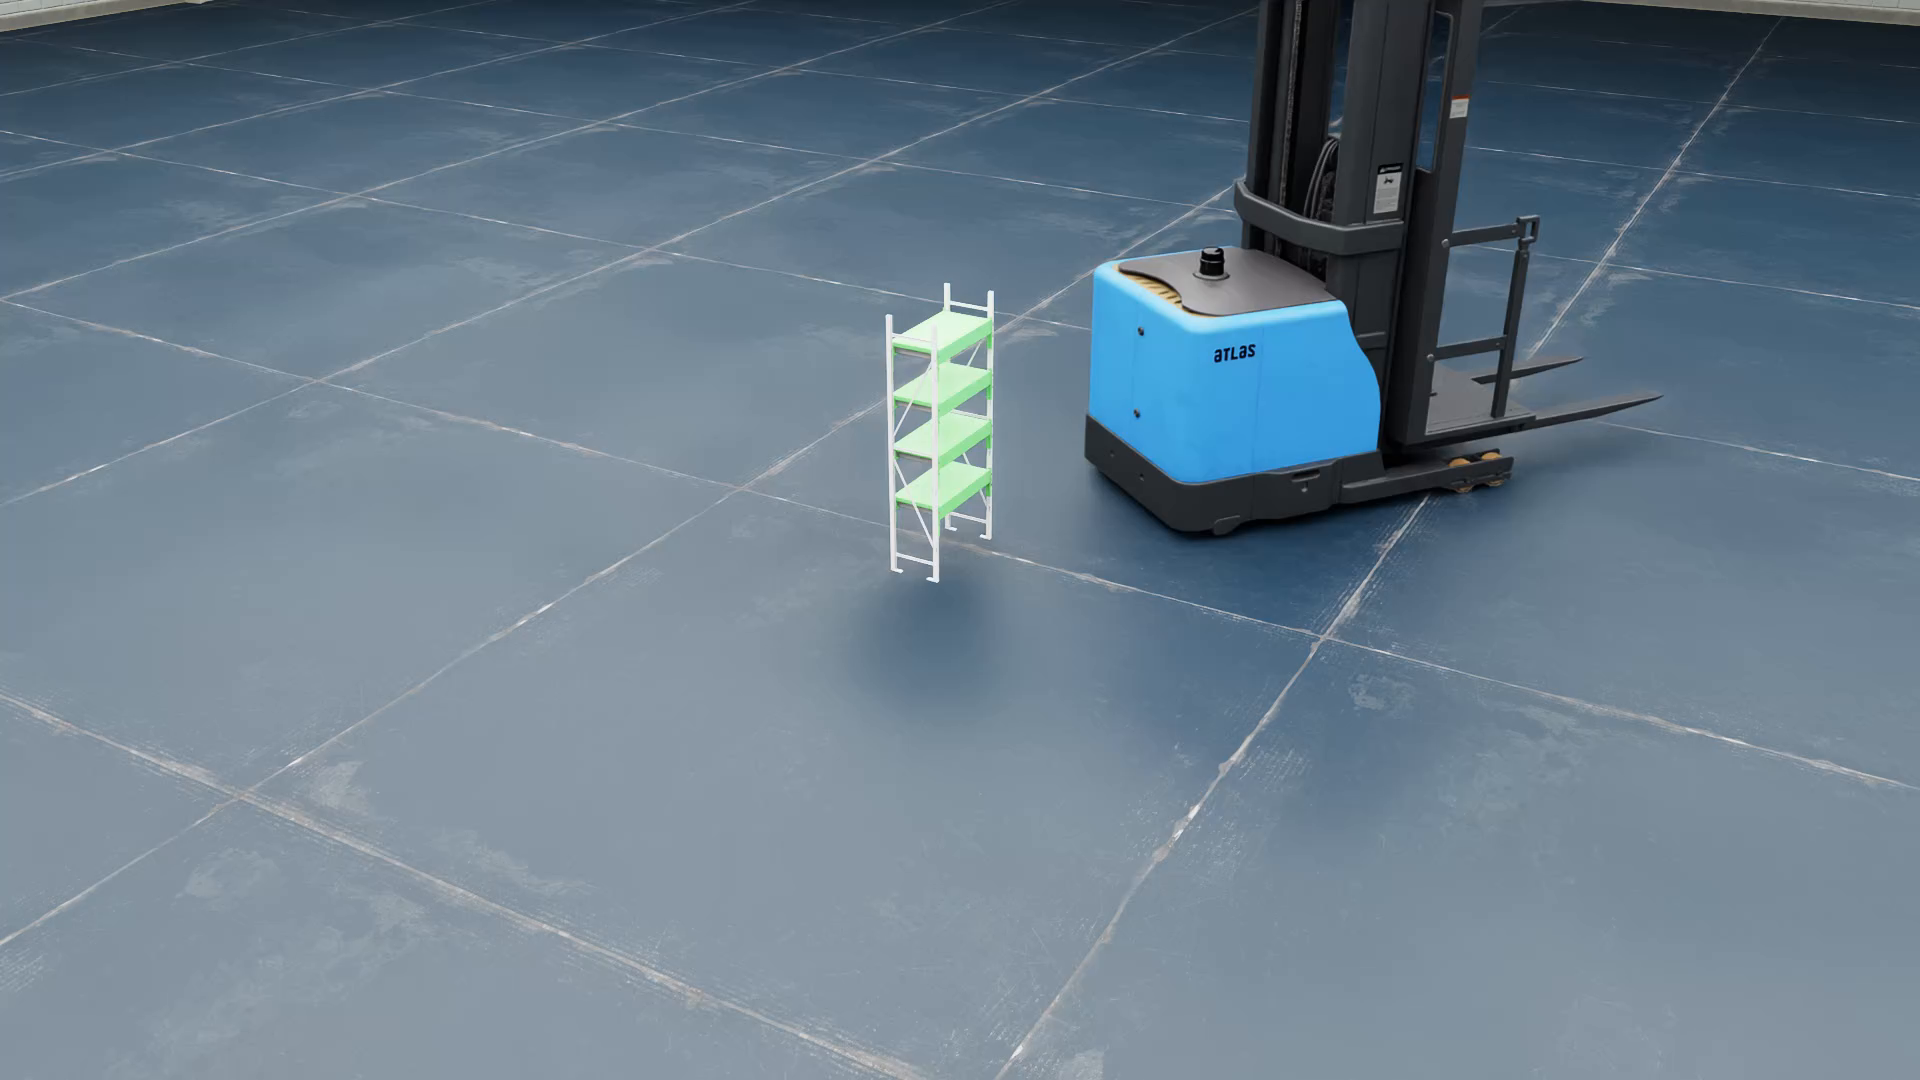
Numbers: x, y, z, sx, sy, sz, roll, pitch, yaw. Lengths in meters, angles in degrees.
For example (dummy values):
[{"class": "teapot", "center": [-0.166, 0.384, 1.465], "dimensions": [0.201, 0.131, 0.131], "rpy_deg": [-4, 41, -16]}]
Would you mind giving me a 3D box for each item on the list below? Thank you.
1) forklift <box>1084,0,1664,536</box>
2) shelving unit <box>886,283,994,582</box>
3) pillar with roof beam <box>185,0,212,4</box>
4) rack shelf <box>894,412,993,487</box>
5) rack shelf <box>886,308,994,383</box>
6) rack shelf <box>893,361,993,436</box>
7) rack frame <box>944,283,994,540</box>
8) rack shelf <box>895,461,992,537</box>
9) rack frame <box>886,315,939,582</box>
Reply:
[{"class": "forklift", "center": [2.197, -1.749, 7.970], "dimensions": [3.031, 2.935, 1.130], "rpy_deg": [-11, 29, -20]}, {"class": "shelving unit", "center": [-0.081, -0.472, 7.353], "dimensions": [0.258, 1.200, 0.503], "rpy_deg": [14, 30, 26]}, {"class": "pillar with roof beam", "center": [-6.251, -10.211, 18.095], "dimensions": [9.100, 9.000, 0.400], "rpy_deg": [14, 30, 26]}, {"class": "rack shelf", "center": [-0.081, -0.415, 7.381], "dimensions": [0.258, 0.148, 0.480], "rpy_deg": [14, 30, 26]}, {"class": "rack shelf", "center": [-0.081, -0.844, 7.166], "dimensions": [0.258, 0.148, 0.480], "rpy_deg": [14, 30, 26]}, {"class": "rack shelf", "center": [-0.081, -0.629, 7.274], "dimensions": [0.258, 0.148, 0.480], "rpy_deg": [14, 30, 26]}, {"class": "rack frame", "center": [0.039, -0.567, 7.543], "dimensions": [0.240, 1.200, 0.015], "rpy_deg": [14, 30, 26]}, {"class": "rack shelf", "center": [-0.081, -0.200, 7.489], "dimensions": [0.258, 0.148, 0.480], "rpy_deg": [14, 30, 26]}, {"class": "rack frame", "center": [-0.201, -0.377, 7.163], "dimensions": [0.240, 1.200, 0.015], "rpy_deg": [14, 30, 26]}]
